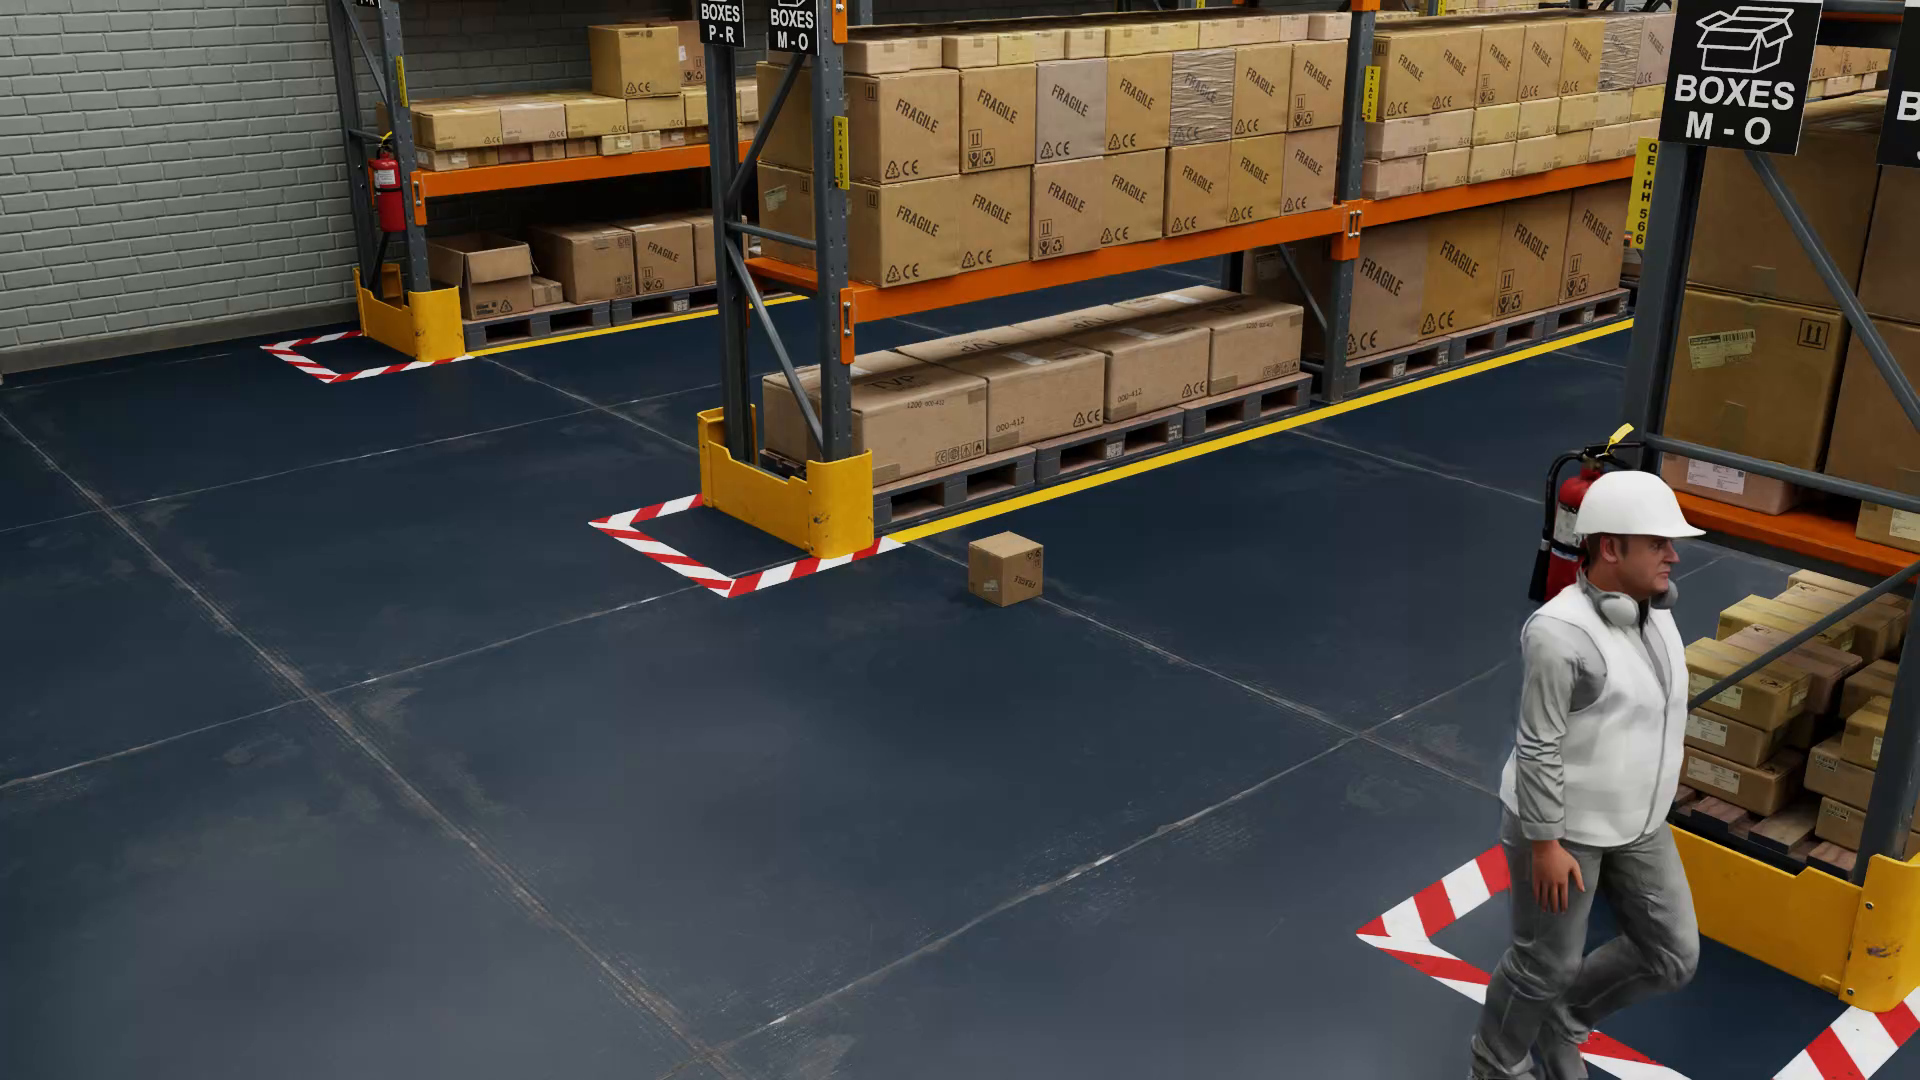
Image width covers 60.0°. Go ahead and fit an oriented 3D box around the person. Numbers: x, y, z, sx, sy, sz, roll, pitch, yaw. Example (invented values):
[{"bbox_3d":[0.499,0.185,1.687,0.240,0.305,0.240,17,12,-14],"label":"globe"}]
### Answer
[{"bbox_3d":[1.597,0.705,4.156,0.577,1.785,0.477,-14,25,-33],"label":"person"}]
